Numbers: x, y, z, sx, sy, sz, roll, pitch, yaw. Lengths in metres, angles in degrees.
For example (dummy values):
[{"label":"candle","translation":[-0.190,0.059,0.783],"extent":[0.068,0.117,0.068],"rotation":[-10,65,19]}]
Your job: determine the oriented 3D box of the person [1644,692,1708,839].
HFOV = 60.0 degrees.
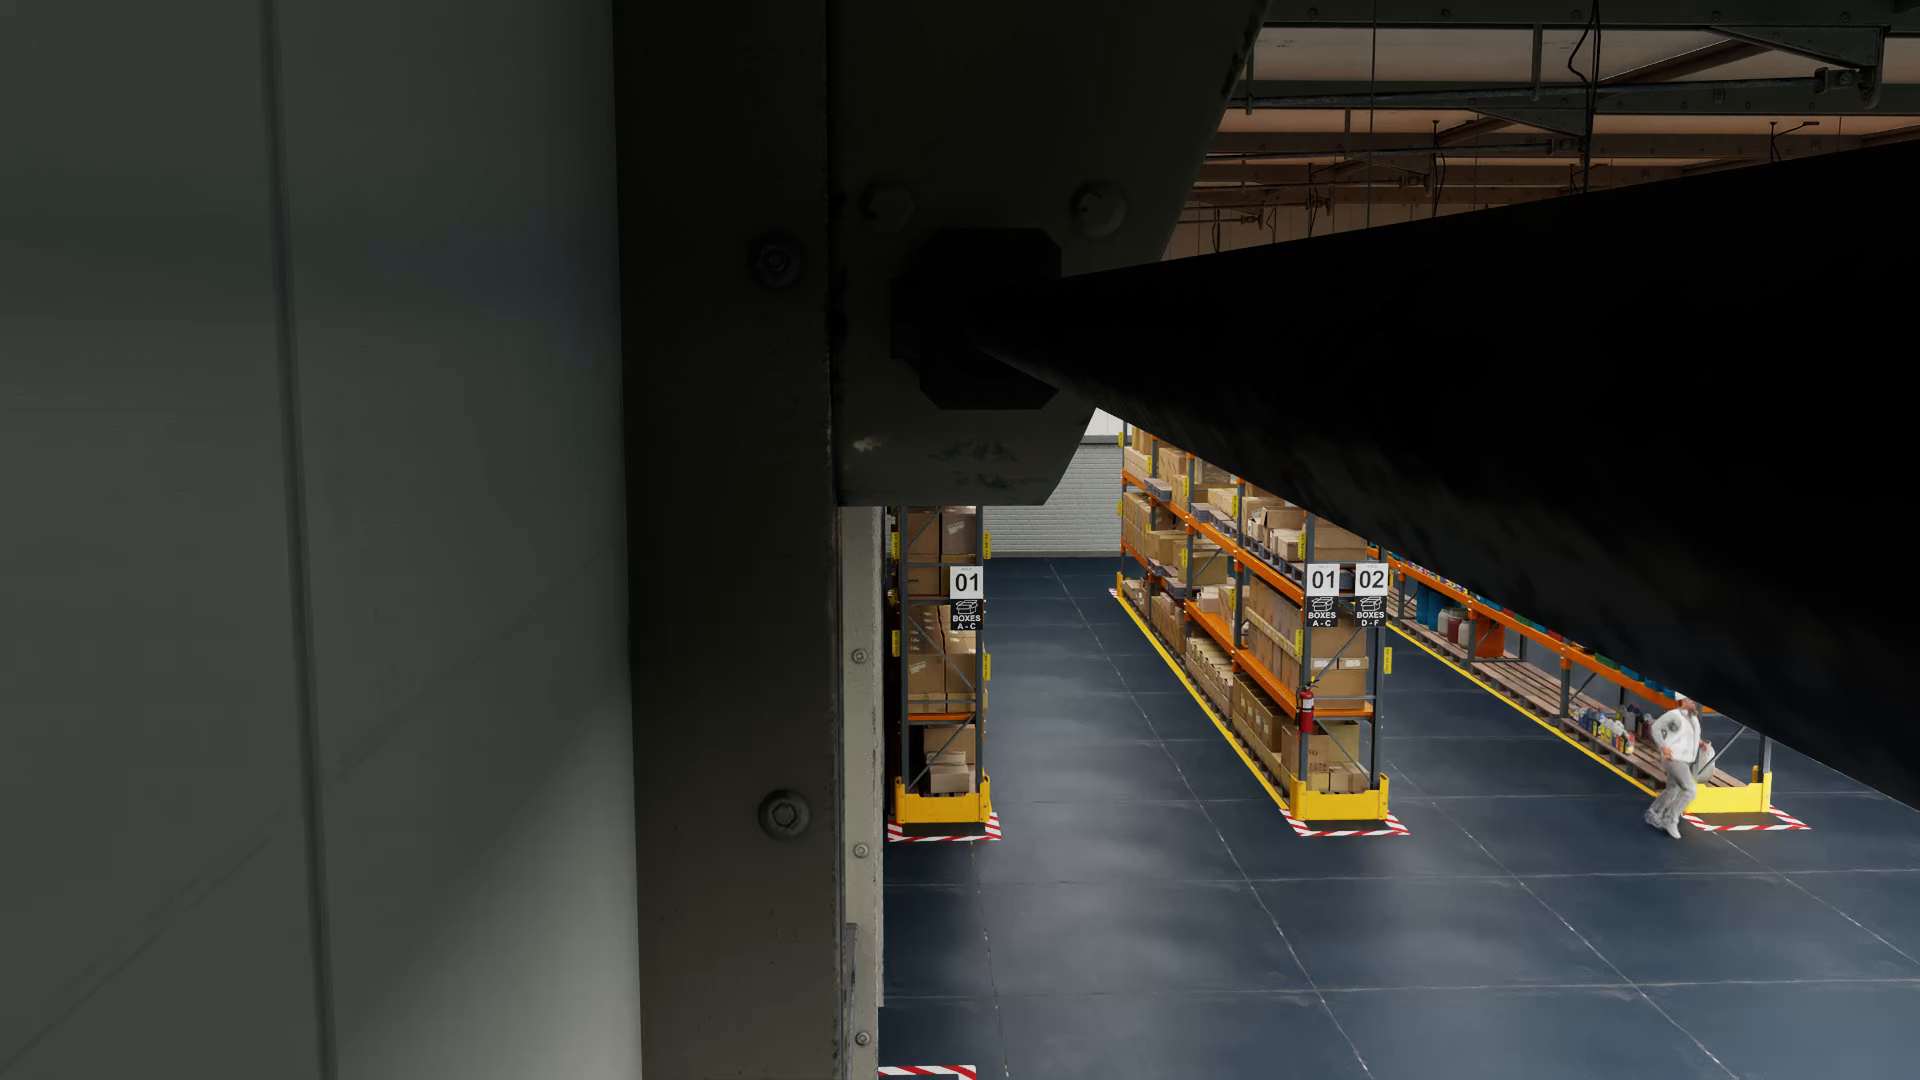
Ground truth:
[{"label":"person","translation":[8.697,2.667,20.091],"extent":[0.683,1.781,0.655],"rotation":[-8,11,-43]}]
